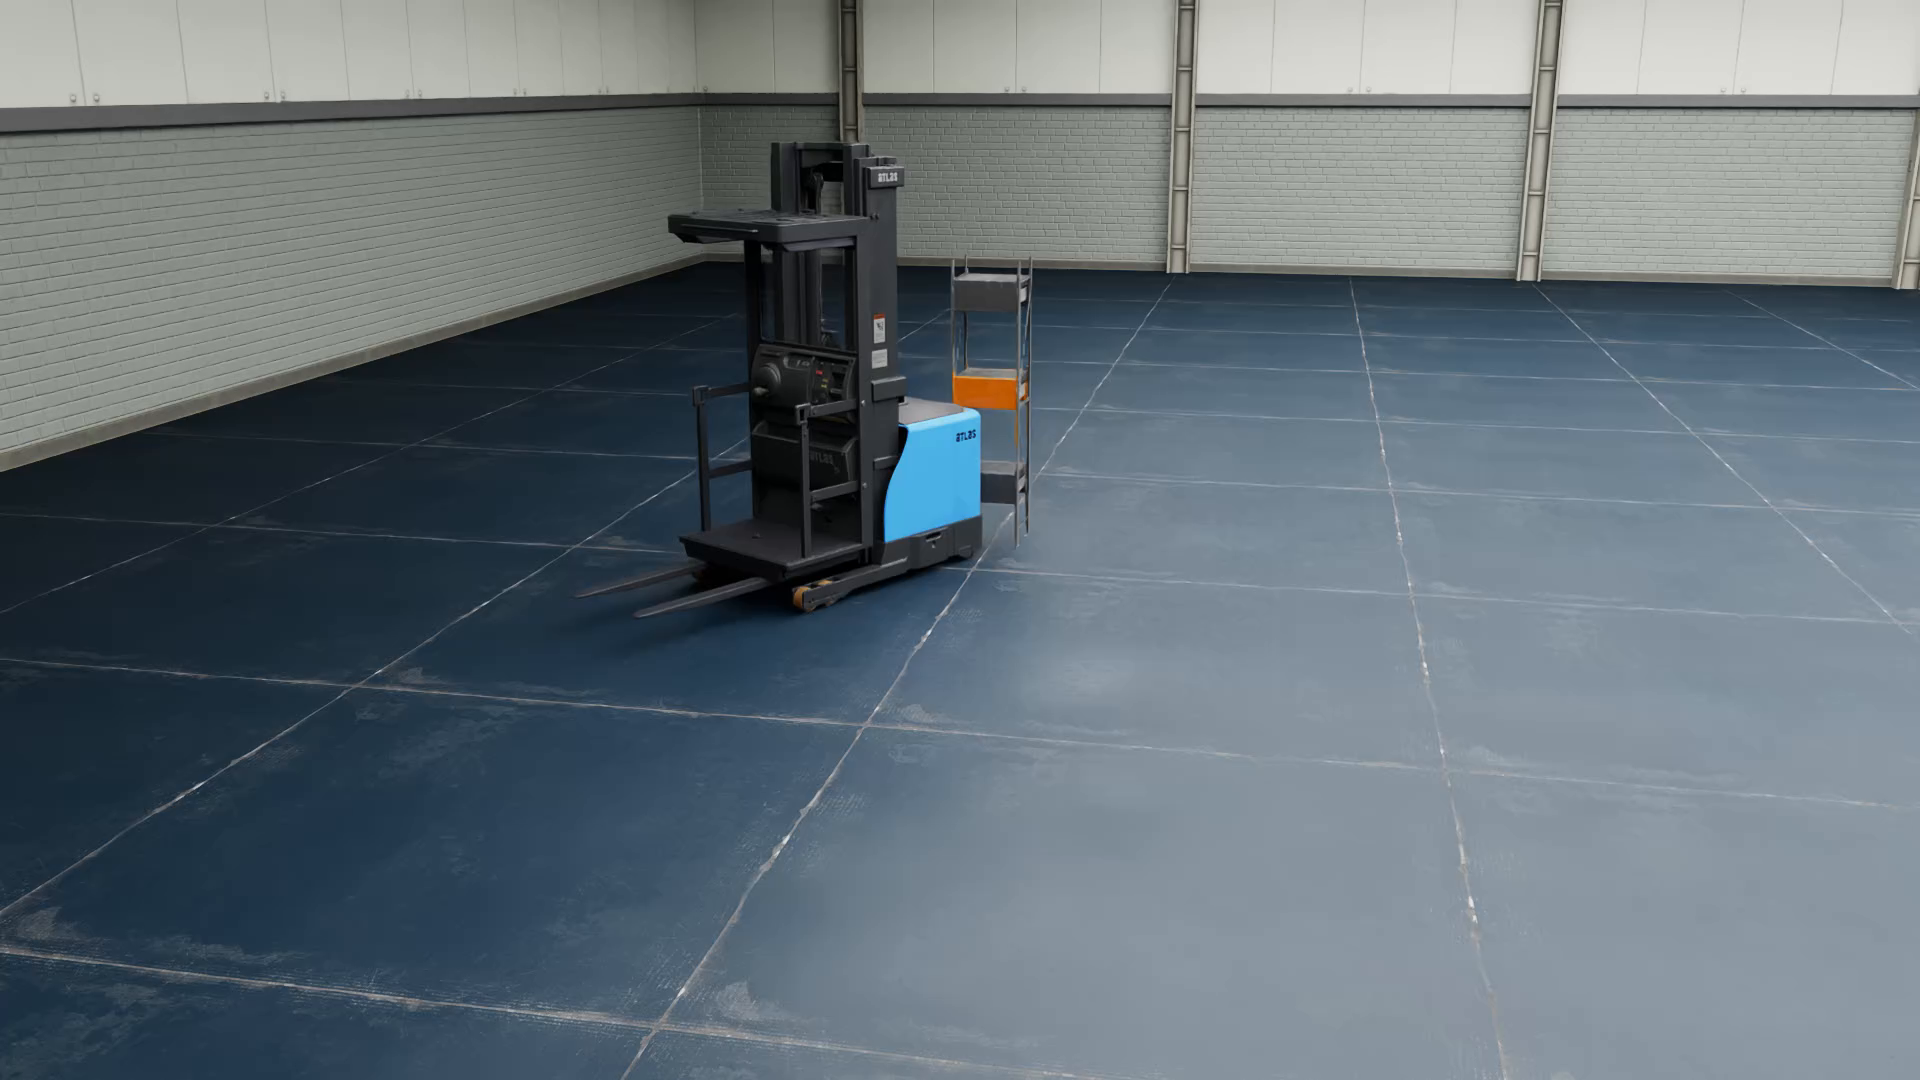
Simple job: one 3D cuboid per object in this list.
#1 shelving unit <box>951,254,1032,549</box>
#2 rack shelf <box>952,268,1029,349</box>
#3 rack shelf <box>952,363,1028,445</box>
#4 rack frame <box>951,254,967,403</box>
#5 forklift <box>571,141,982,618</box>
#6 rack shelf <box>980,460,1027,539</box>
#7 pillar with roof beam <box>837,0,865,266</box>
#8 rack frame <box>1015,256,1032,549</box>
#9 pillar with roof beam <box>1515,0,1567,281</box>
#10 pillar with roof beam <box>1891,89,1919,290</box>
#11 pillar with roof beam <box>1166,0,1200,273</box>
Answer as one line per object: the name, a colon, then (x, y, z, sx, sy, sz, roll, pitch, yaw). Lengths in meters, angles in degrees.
shelving unit: (0.229, -1.017, 12.232, 0.503, 2.100, 0.431, 4, 16, 14)
rack shelf: (0.229, -1.679, 12.048, 0.480, 0.518, 0.431, 4, 16, 14)
rack shelf: (0.229, -1.004, 12.235, 0.480, 0.518, 0.431, 4, 16, 14)
rack frame: (-0.006, -1.034, 12.292, 0.015, 2.100, 0.400, 4, 16, 14)
forklift: (-1.190, -1.095, 10.955, 1.130, 2.935, 3.031, 13, 20, 39)
rack shelf: (0.229, -0.330, 12.422, 0.480, 0.518, 0.431, 4, 16, 14)
pillar with roof beam: (-2.824, -8.338, 25.737, 0.400, 9.000, 9.100, 3, 16, 11)
rack frame: (0.465, -1.001, 12.171, 0.015, 2.100, 0.400, 4, 16, 14)
pillar with roof beam: (8.936, -7.700, 23.432, 0.400, 9.000, 9.100, 3, 16, 11)
pillar with roof beam: (14.815, -7.381, 22.280, 0.400, 9.000, 9.100, 3, 16, 11)
pillar with roof beam: (3.056, -8.019, 24.585, 0.400, 9.000, 9.100, 3, 16, 11)
